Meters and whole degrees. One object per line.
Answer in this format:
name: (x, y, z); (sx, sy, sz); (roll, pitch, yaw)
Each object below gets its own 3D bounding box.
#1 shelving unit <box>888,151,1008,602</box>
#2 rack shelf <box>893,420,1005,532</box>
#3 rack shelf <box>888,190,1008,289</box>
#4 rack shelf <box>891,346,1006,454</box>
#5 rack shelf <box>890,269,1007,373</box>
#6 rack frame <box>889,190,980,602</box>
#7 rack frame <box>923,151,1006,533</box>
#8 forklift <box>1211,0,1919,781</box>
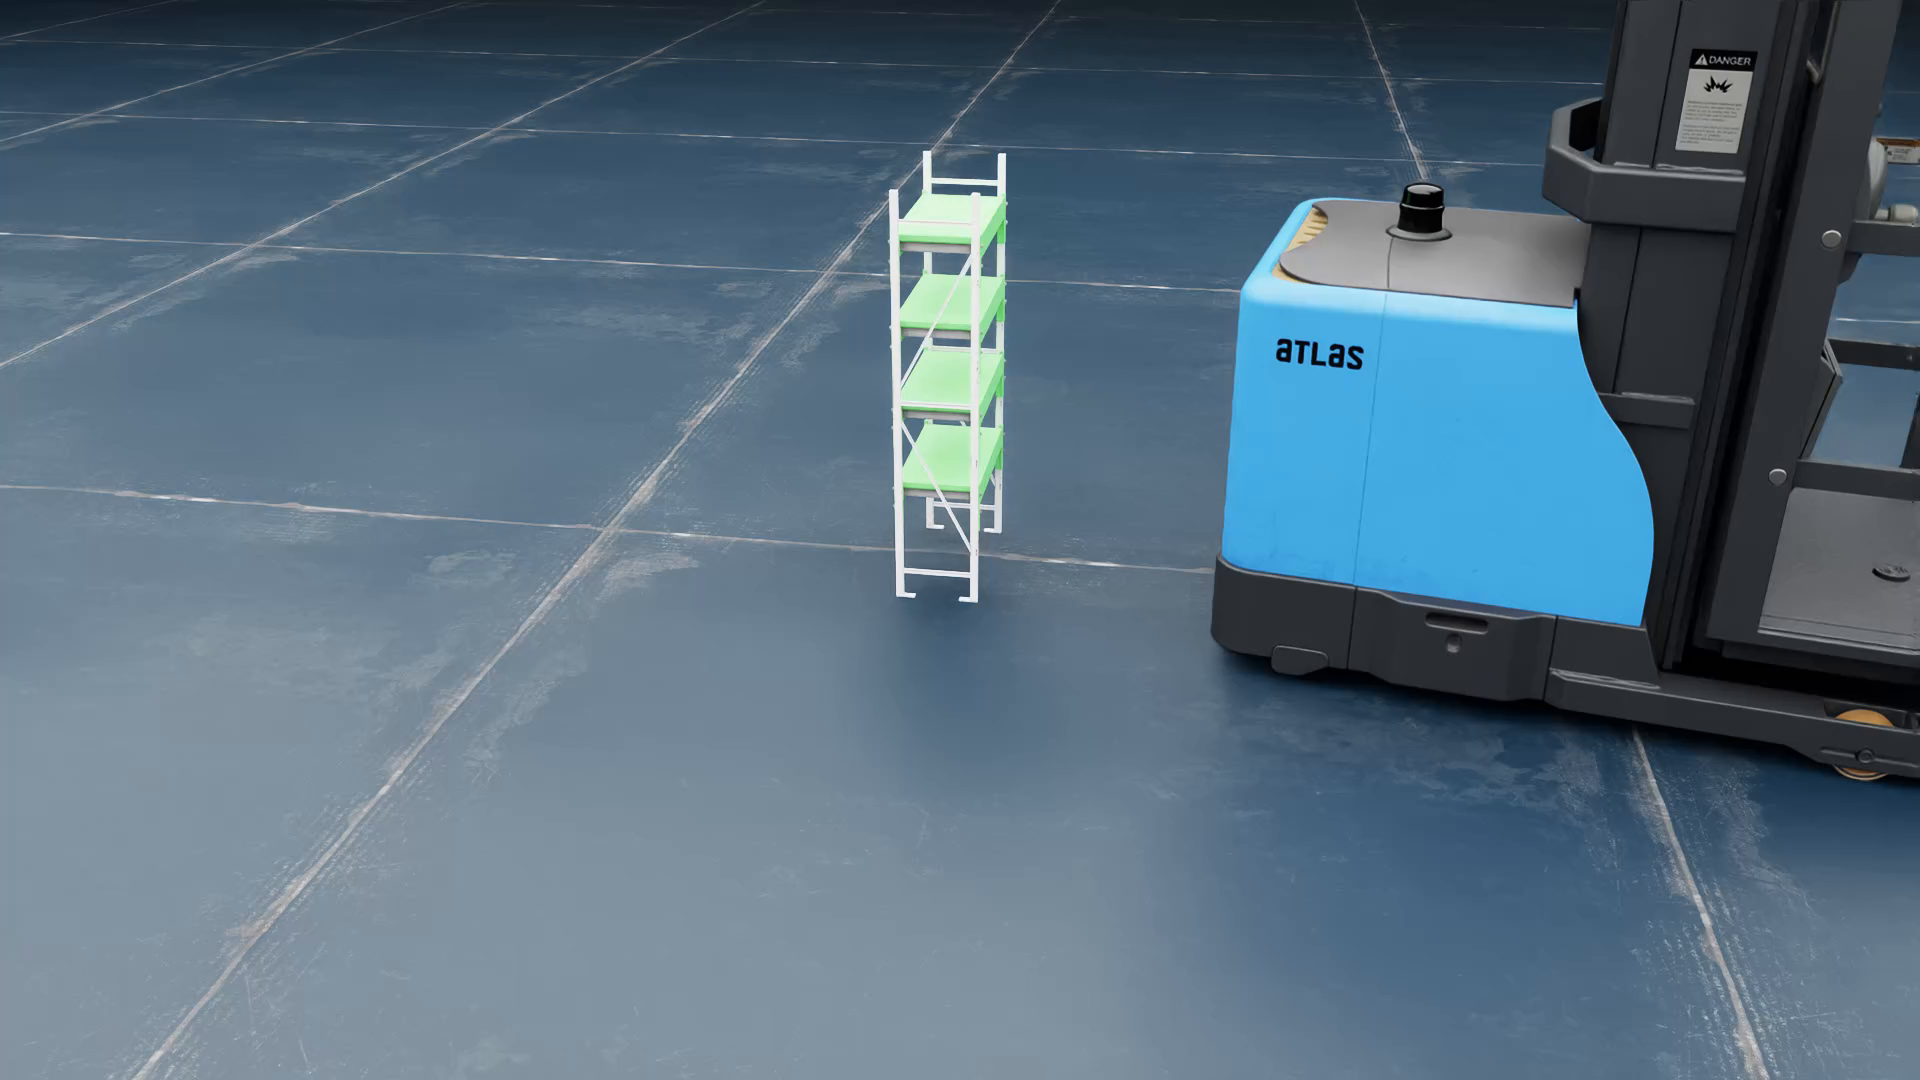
shelving unit: (-0.027, -0.474, 4.848); (0.258, 1.200, 0.503); (4, 25, 9)
rack shelf: (-0.027, -0.199, 4.977); (0.258, 0.148, 0.480); (4, 25, 9)
rack shelf: (-0.027, -0.851, 4.671); (0.258, 0.148, 0.480); (4, 25, 9)
rack shelf: (-0.027, -0.416, 4.875); (0.258, 0.148, 0.480); (4, 25, 9)
rack shelf: (-0.027, -0.634, 4.773); (0.258, 0.148, 0.480); (4, 25, 9)
rack frame: (-0.067, -0.372, 4.630); (0.240, 1.200, 0.015); (4, 25, 9)
rack frame: (0.013, -0.576, 5.066); (0.240, 1.200, 0.015); (4, 25, 9)
forklift: (2.257, -0.975, 3.875); (3.031, 2.935, 1.130); (8, 26, 17)
